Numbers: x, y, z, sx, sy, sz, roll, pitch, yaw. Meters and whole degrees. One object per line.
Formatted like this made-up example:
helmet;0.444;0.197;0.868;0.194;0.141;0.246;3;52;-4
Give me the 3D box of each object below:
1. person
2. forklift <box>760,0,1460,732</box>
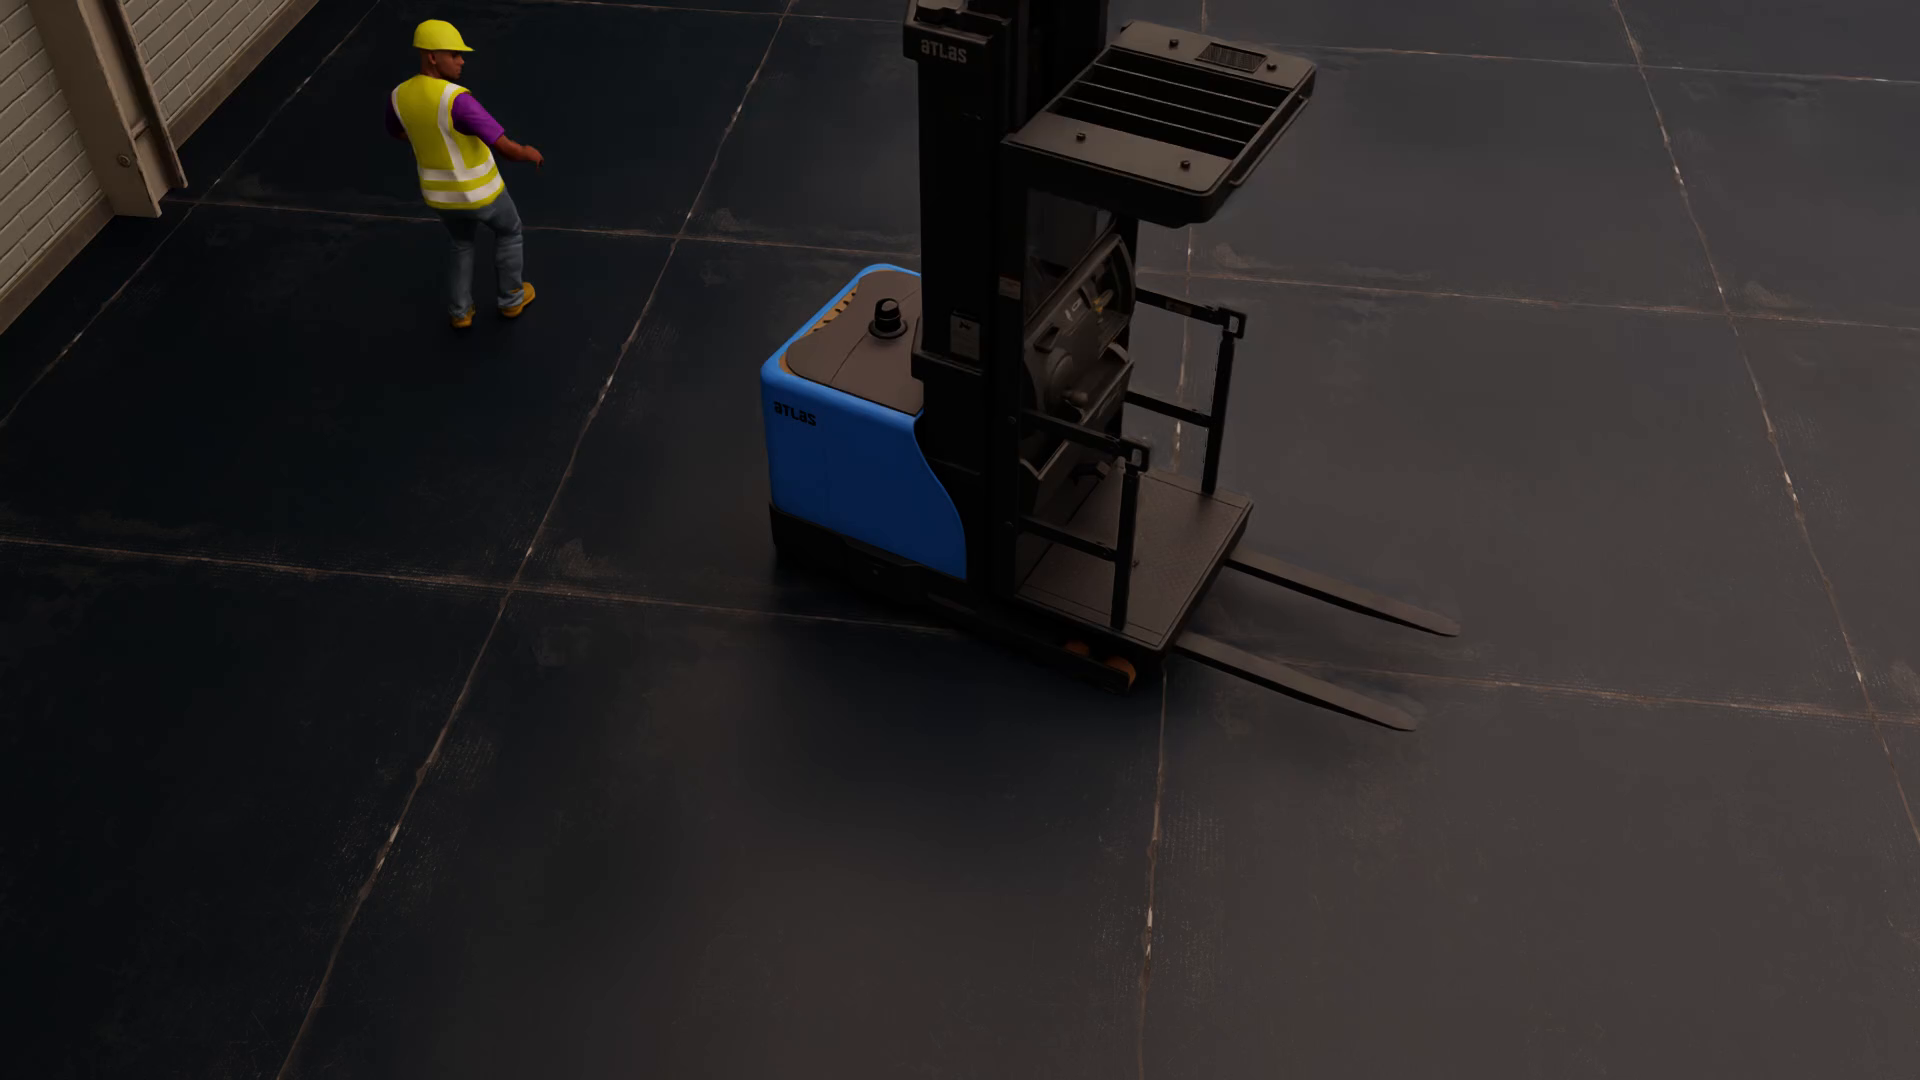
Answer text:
person;-2.579;-1.913;8.750;0.821;1.716;0.645;11;44;11
forklift;0.666;-0.831;6.629;3.031;2.935;1.130;20;46;21
